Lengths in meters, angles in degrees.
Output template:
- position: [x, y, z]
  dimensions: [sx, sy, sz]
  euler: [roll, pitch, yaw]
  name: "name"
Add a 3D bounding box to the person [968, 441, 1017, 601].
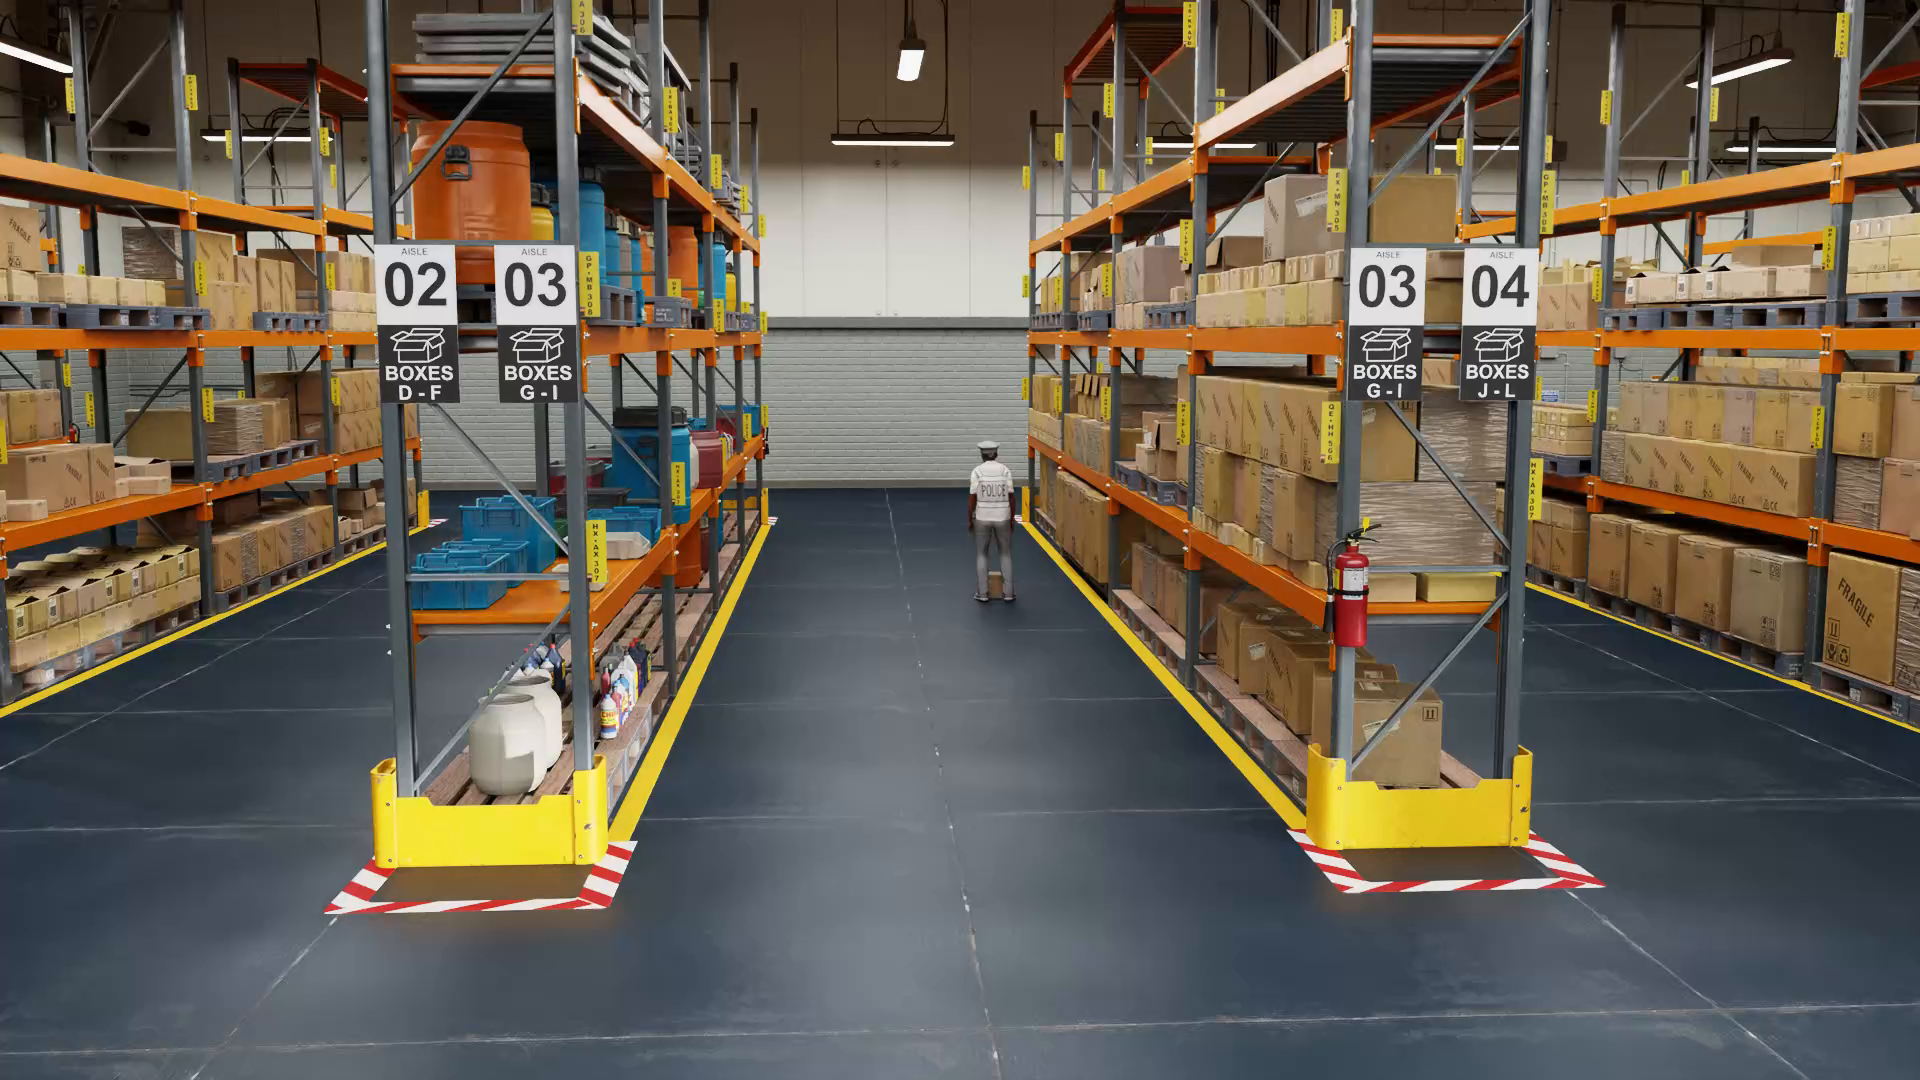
- position: [0.343, -0.195, 17.333]
  dimensions: [0.532, 1.664, 0.391]
  euler: [-1, 7, -7]
  name: "person"
